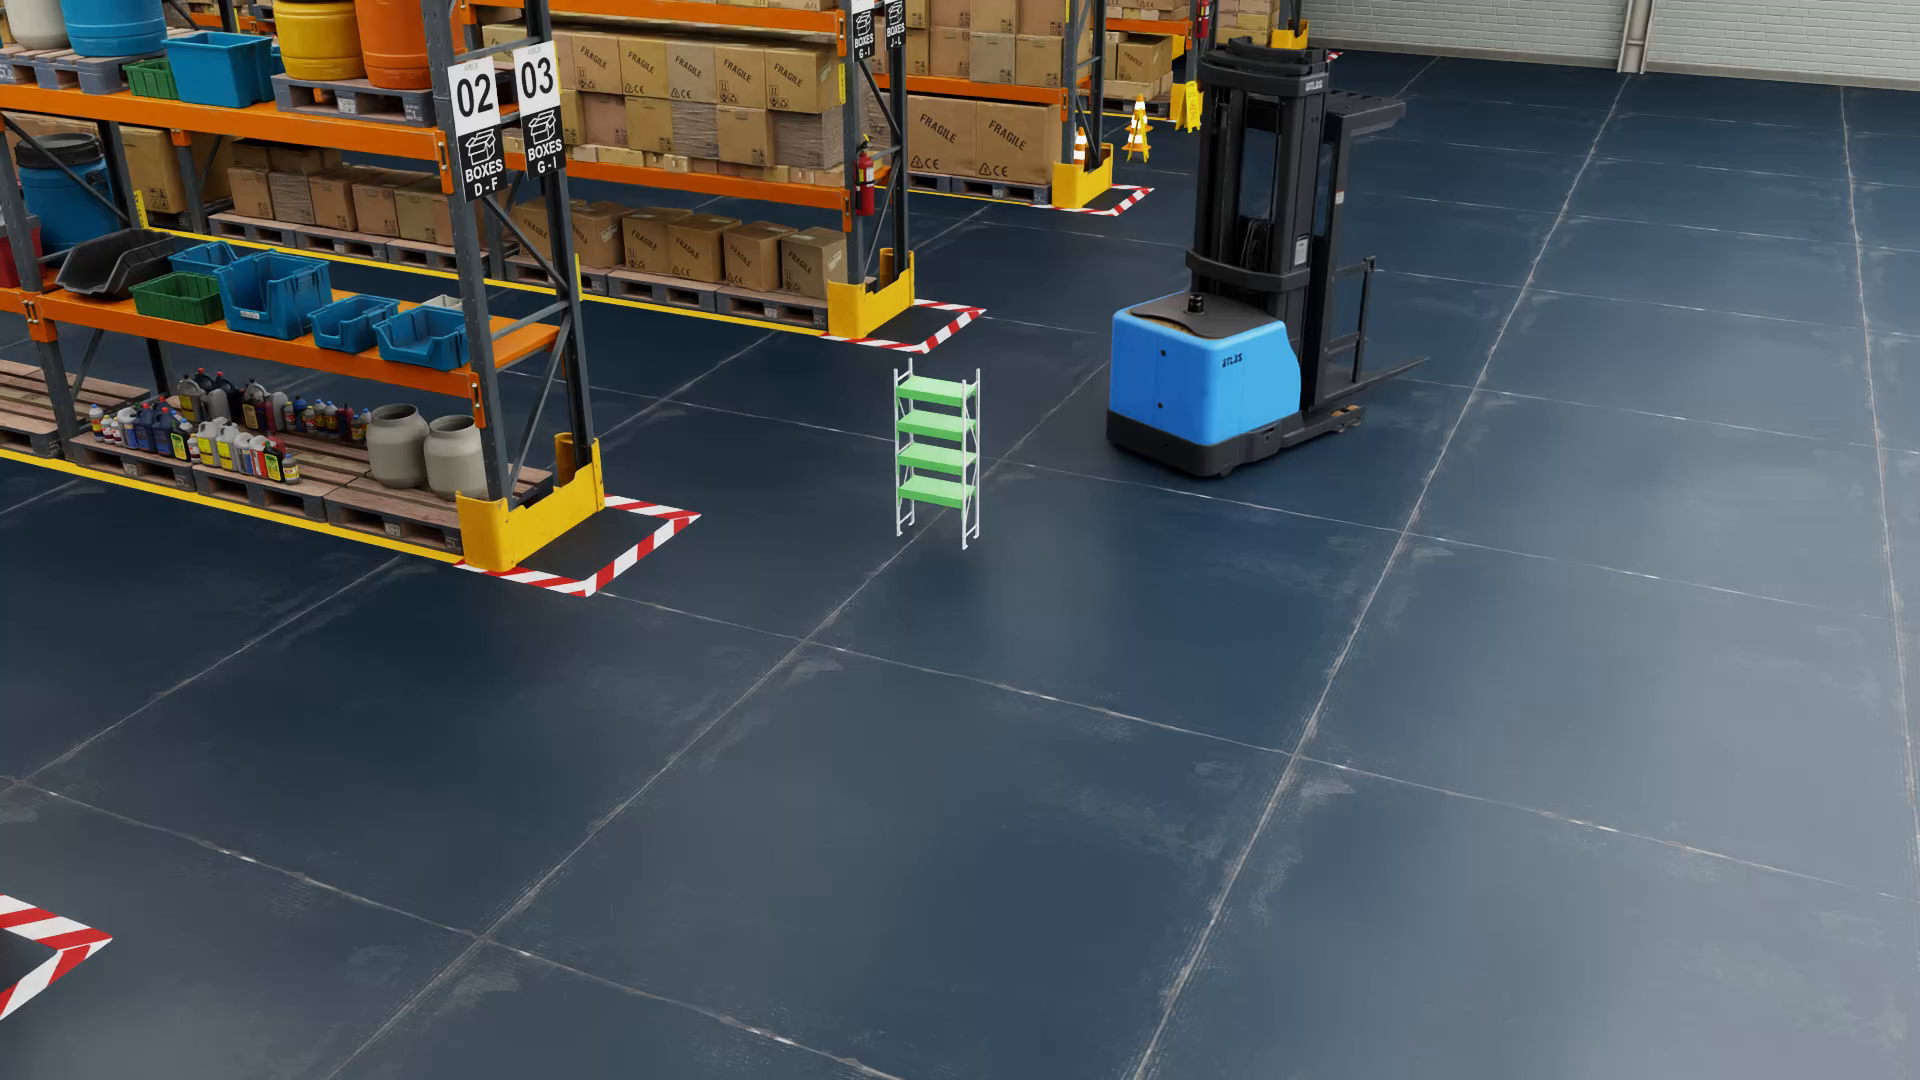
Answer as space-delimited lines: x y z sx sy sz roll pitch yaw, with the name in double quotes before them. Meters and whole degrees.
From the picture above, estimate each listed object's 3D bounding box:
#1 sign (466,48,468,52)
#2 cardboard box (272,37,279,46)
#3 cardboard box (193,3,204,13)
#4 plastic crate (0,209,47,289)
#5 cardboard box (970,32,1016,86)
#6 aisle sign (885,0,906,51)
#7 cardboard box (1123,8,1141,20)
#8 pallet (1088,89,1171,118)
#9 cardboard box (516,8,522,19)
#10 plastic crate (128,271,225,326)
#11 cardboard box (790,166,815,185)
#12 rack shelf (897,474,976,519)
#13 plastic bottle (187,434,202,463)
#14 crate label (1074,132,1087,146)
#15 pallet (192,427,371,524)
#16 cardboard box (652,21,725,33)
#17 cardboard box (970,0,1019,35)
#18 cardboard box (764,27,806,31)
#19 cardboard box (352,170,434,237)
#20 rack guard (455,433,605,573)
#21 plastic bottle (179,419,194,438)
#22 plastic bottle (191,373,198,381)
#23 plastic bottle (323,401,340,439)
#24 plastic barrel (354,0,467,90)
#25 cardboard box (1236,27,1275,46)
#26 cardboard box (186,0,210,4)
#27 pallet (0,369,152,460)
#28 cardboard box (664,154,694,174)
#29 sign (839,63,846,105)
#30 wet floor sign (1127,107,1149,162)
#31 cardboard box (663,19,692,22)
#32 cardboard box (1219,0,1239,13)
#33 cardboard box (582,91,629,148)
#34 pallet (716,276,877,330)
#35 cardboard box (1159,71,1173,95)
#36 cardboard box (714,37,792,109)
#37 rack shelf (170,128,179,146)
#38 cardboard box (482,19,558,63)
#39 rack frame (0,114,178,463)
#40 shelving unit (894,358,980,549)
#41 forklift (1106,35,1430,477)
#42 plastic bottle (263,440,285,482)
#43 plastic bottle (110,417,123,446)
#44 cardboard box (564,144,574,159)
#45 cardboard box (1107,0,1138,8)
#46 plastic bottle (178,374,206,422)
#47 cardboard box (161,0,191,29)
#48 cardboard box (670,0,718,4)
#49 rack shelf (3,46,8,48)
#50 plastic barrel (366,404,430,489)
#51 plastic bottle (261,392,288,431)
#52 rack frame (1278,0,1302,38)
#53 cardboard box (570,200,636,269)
"sign" -4.609 -4.414 15.509 0.005 0.325 0.100 11 28 22
"cardboard box" -6.966 -4.939 17.297 0.500 0.500 0.700 16 30 29
"cardboard box" -10.581 -7.554 23.481 0.250 0.149 0.380 11 28 20
"plastic crate" -7.000 -2.121 12.091 0.583 0.464 0.402 11 28 22
"cardboard box" 0.538 -5.572 19.002 0.550 0.550 0.875 11 28 22
"aisle sign" -0.561 -4.663 14.382 0.004 0.787 0.394 11 28 22
"cardboard box" 2.431 -7.299 22.964 0.250 0.149 0.380 11 28 21
"pallet" 2.567 -6.298 23.802 1.213 0.211 1.003 11 28 22
"cardboard box" -5.582 -6.680 21.309 0.500 0.500 0.500 12 29 22
"plastic crate" -5.314 -1.671 11.487 0.662 0.188 0.450 11 28 22
"cardboard box" -1.313 -3.290 14.820 0.250 0.149 0.380 11 28 22
"rack shelf" -0.151 -0.296 11.181 0.480 0.148 0.258 11 28 22
"plastic bottle" -5.450 -0.659 11.863 0.097 0.201 0.097 0 26 0
"crate label" 1.544 -5.258 21.775 0.298 0.136 0.250 -2 26 -5
"pallet" -4.724 -0.514 12.055 1.213 0.211 1.003 11 28 22
"cardboard box" -2.495 -4.499 15.409 0.500 0.500 0.500 11 28 22
"cardboard box" 0.543 -6.062 18.774 0.550 0.550 0.875 11 28 22
"cardboard box" -1.897 -6.099 20.073 0.550 0.550 0.875 11 28 22
"cardboard box" -5.868 -3.513 17.320 0.500 0.500 0.700 9 28 17
"rack guard" -2.880 -0.269 11.231 0.348 0.500 1.175 11 28 22
"plastic bottle" -5.548 -0.740 11.947 0.097 0.271 0.097 0 26 0
"plastic bottle" -5.858 -1.151 12.768 0.133 0.283 0.061 13 29 24
"plastic bottle" -4.625 -0.889 12.250 0.097 0.271 0.097 0 26 0
"plastic barrel" -3.286 -3.161 9.916 0.708 0.830 0.600 11 28 22
"cardboard box" 4.854 -8.282 27.314 0.500 0.250 0.500 12 28 22
"cardboard box" -10.549 -7.806 23.259 0.500 0.500 0.500 11 28 20
"pallet" -7.164 -1.004 13.051 1.213 0.211 1.003 11 28 22
"cardboard box" -2.495 -3.476 15.198 0.250 0.149 0.380 11 28 22
"sign" -0.989 -3.829 13.963 0.005 0.325 0.100 11 28 22
"wet floor sign" 2.250 -5.098 20.874 0.232 0.644 0.267 6 27 13
"cardboard box" -3.283 -6.220 20.374 0.500 0.500 0.500 11 28 21
"cardboard box" 4.397 -8.822 27.278 0.500 0.250 0.500 12 29 23
"cardboard box" -3.061 -4.033 15.597 0.500 0.500 0.875 11 28 22
"pallet" -1.535 -2.313 15.709 1.213 0.211 1.003 11 28 22
"cardboard box" 2.741 -6.586 23.868 0.500 0.250 0.500 11 28 21
"cardboard box" -1.802 -4.105 14.609 0.500 0.500 0.500 11 28 22
"rack shelf" -9.844 -4.893 18.607 4.000 0.370 1.077 11 28 22
"cardboard box" -4.078 -4.561 15.536 0.500 0.500 0.500 11 28 22
"rack frame" -6.433 -2.127 12.175 0.127 3.000 1.000 11 28 22
"shelving unit" -0.151 -0.569 11.046 0.503 1.200 0.258 11 28 22
"forklift" 2.553 -2.305 12.614 3.031 2.935 1.130 -21 33 -36
"plastic bottle" -4.759 -0.548 11.545 0.133 0.283 0.061 12 29 23
"plastic bottle" -6.139 -0.798 12.144 0.097 0.201 0.097 0 26 0
"cardboard box" -3.619 -3.718 15.691 0.250 0.149 0.380 11 28 22
"cardboard box" 2.299 -7.632 22.906 0.500 0.500 0.500 11 28 22
"plastic bottle" -5.787 -1.076 12.541 0.185 0.351 0.144 11 28 22
"cardboard box" -8.683 -5.485 17.746 0.637 0.503 0.797 12 29 24
"cardboard box" -2.204 -4.839 14.457 0.500 0.250 0.500 12 29 23
"rack shelf" -8.253 -3.516 12.414 4.000 0.370 1.077 11 28 22
"plastic barrel" -3.879 -0.649 11.514 0.421 0.512 0.421 0 26 0
"plastic bottle" -5.112 -0.975 12.421 0.135 0.276 0.152 12 29 23
"rack frame" 5.412 -9.369 26.883 0.127 3.000 1.000 11 28 22
"cardboard box" -3.510 -2.995 16.292 0.500 0.500 0.500 22 34 38
